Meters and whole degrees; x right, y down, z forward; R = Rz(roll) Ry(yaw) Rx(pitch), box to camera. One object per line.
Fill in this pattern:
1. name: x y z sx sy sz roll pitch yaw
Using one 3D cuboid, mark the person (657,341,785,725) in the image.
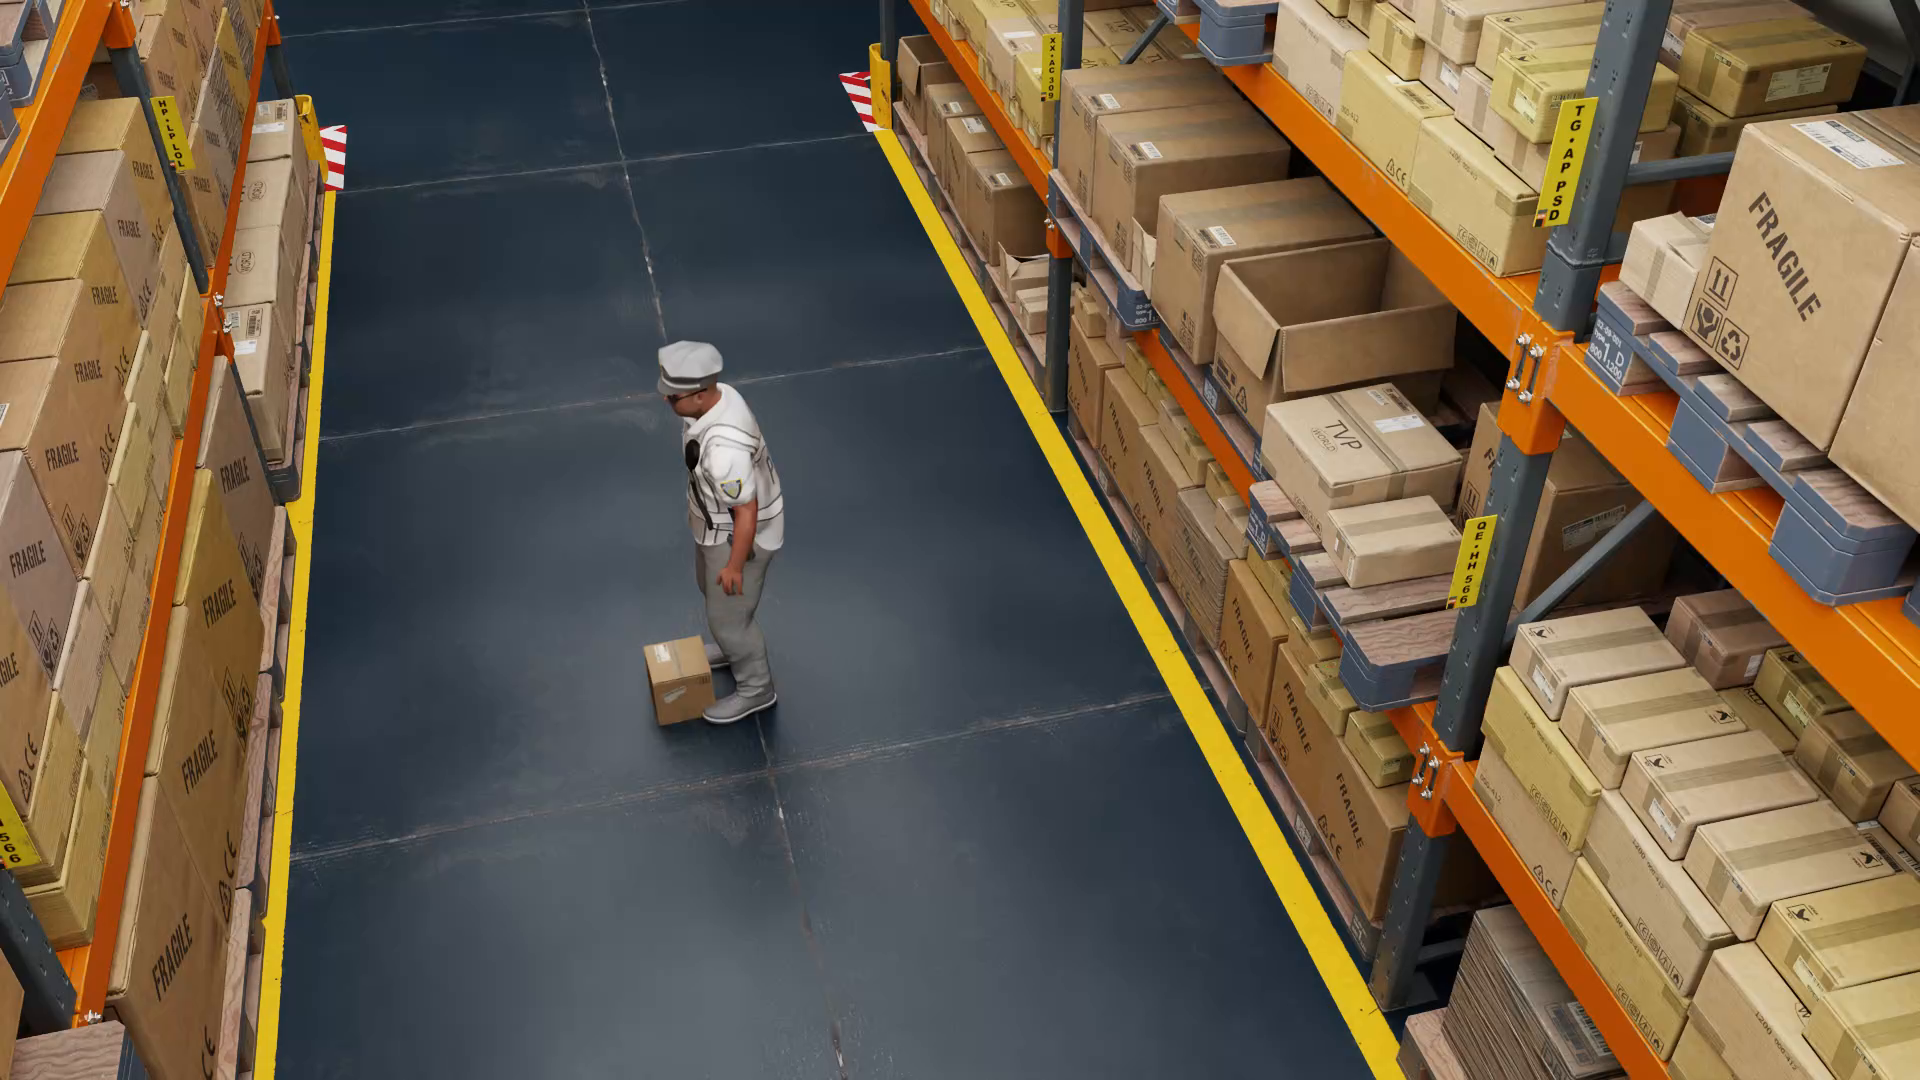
1. person: -0.938 -0.040 6.760 0.435 1.747 0.585 -11 39 -14
